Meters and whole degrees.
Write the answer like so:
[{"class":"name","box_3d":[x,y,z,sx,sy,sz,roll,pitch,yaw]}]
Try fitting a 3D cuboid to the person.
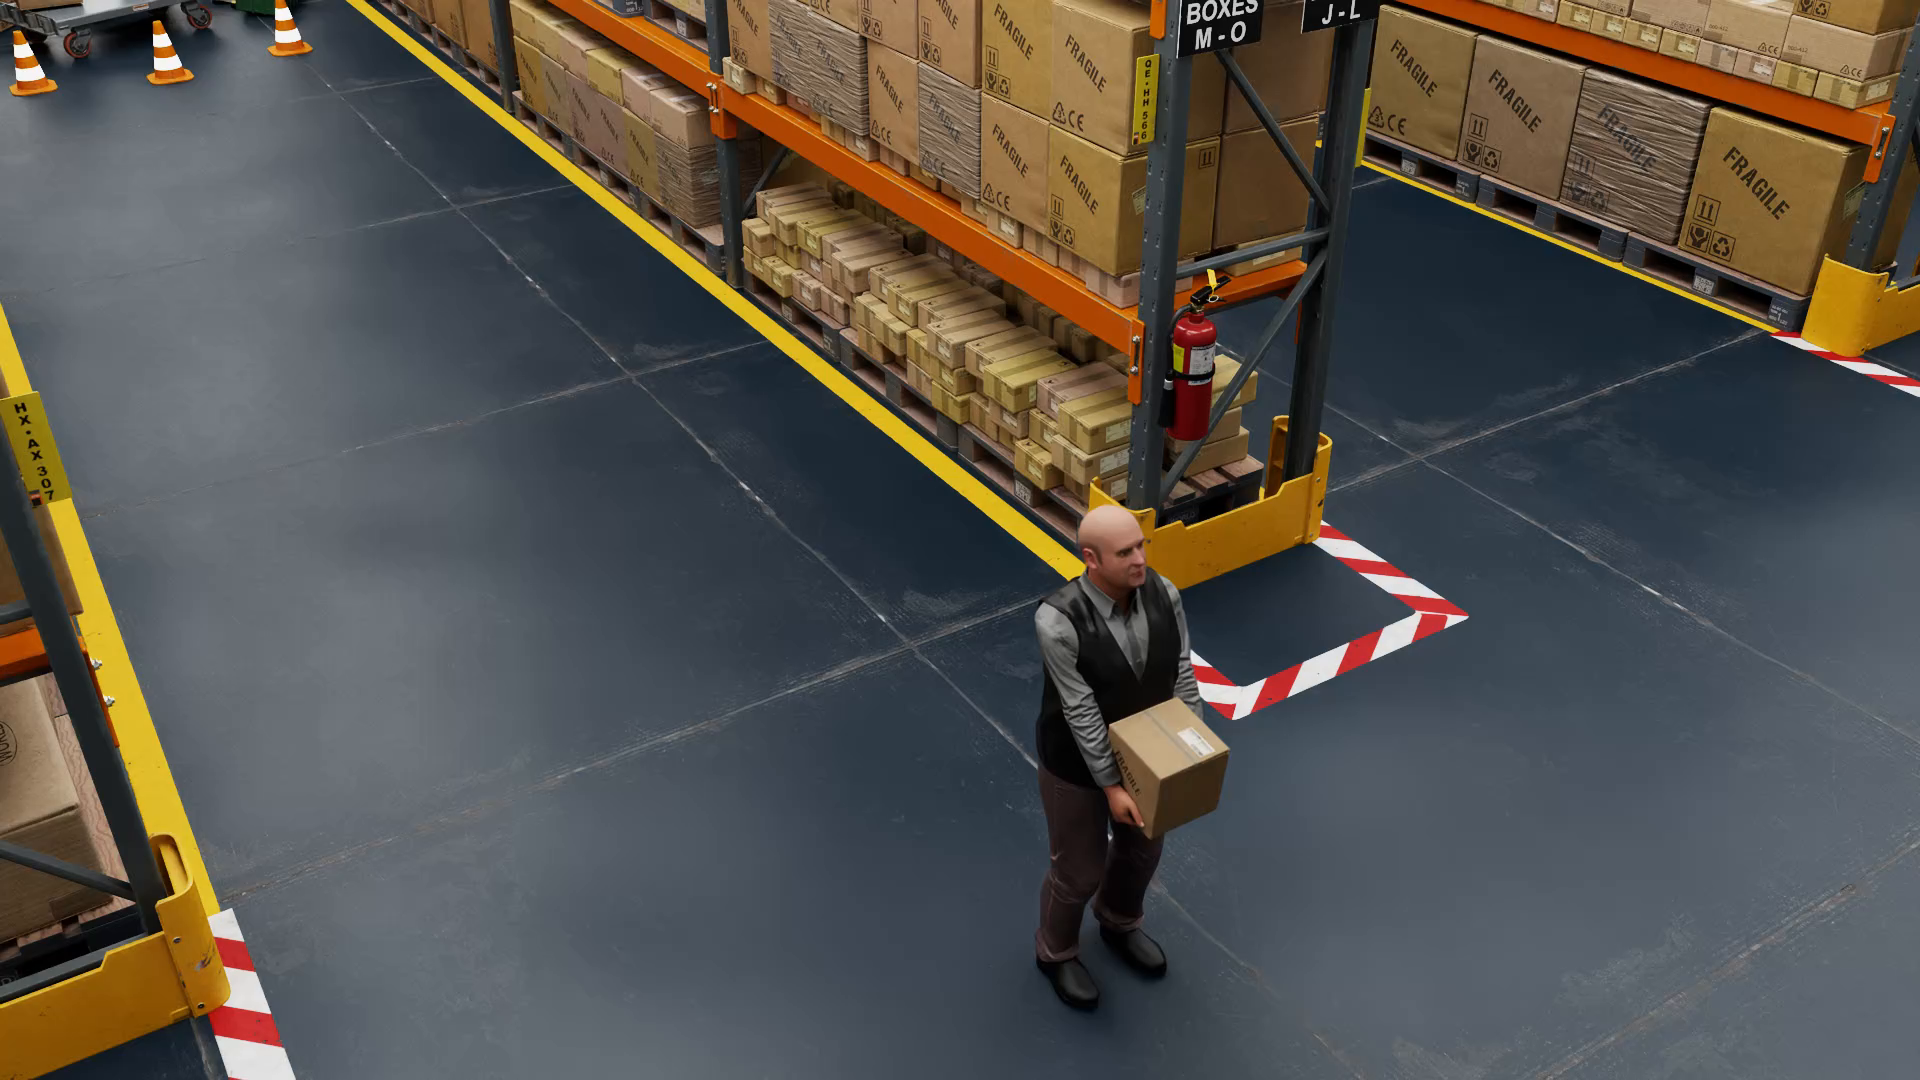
[{"class":"person","box_3d":[0.508,0.709,5.055,0.494,1.708,0.551,-18,37,-26]}]
